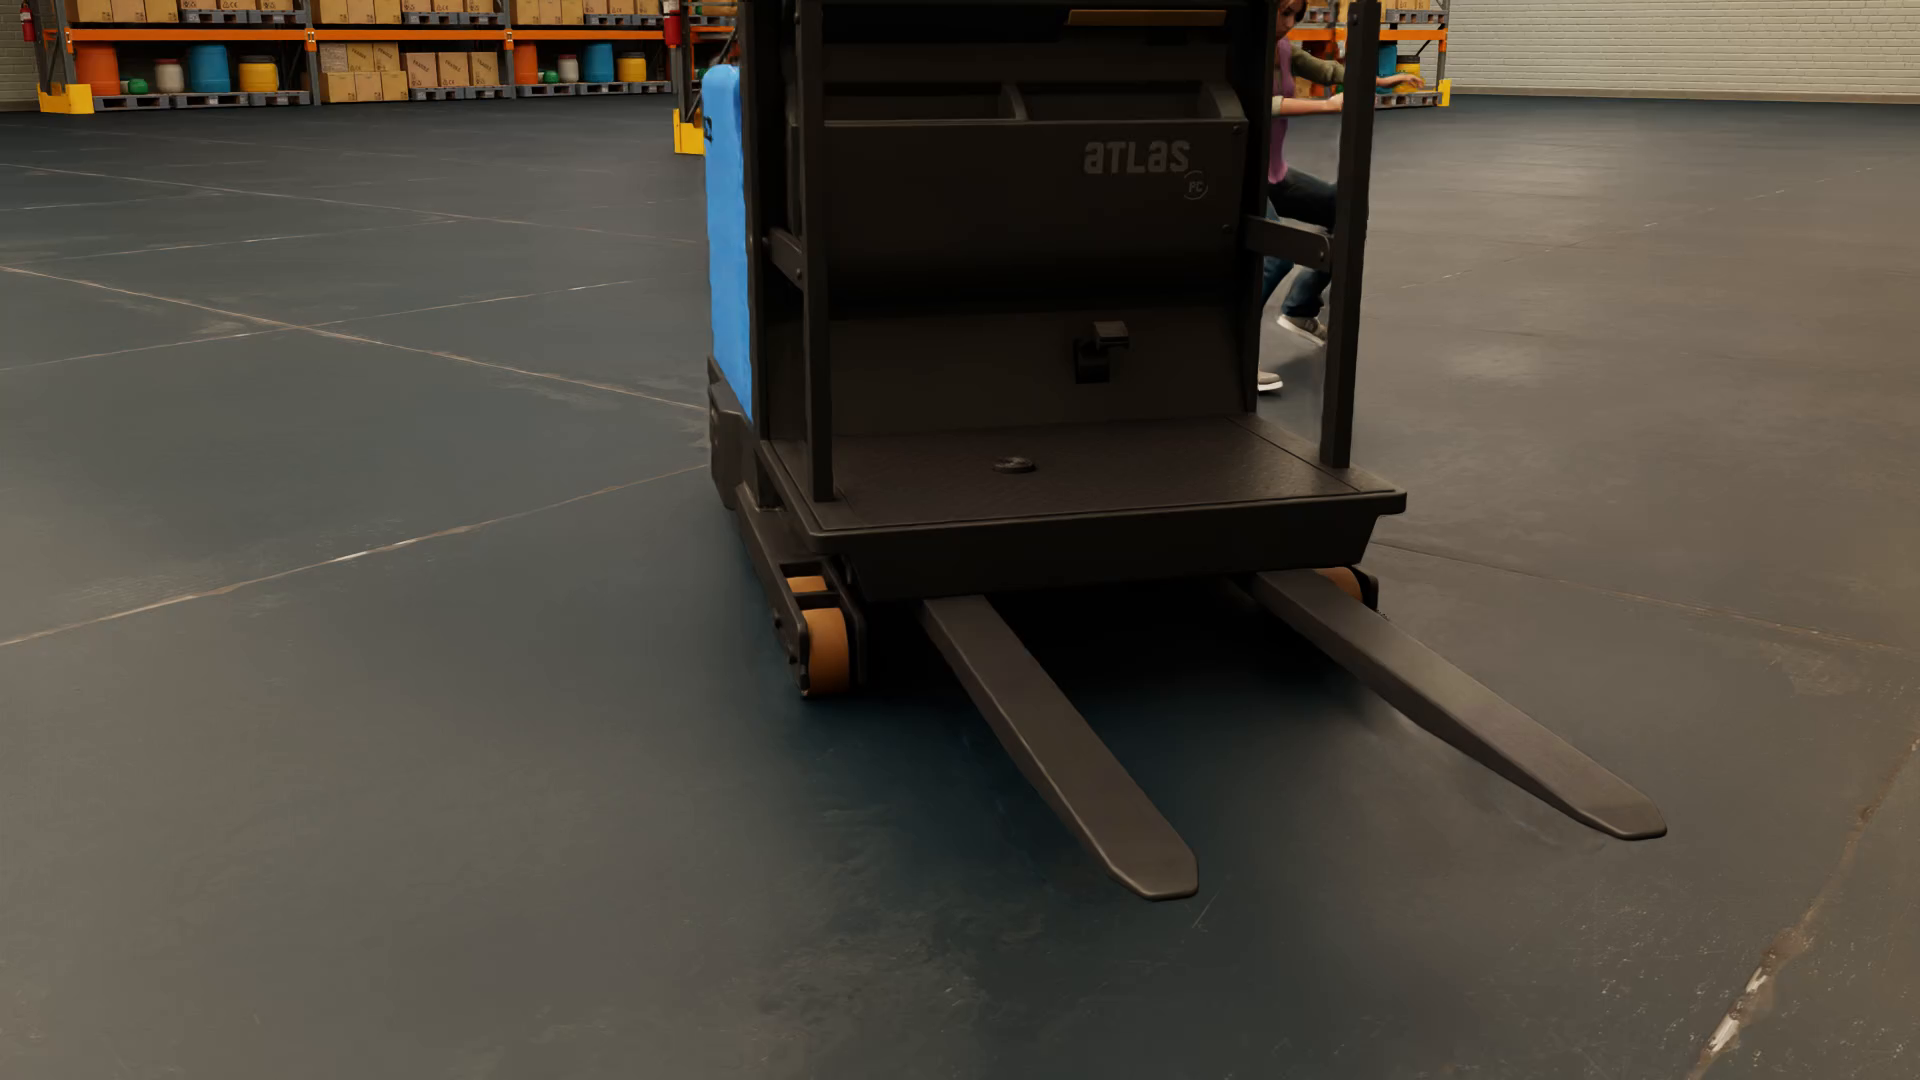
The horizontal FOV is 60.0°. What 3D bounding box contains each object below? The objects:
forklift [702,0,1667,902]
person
[{"bbox_3d":[0.168,-1.239,2.979,1.130,2.935,3.031,-4,17,-13],"label":"forklift"},{"bbox_3d":[1.155,-1.273,5.760,0.658,1.378,0.955,14,22,39],"label":"person"}]
